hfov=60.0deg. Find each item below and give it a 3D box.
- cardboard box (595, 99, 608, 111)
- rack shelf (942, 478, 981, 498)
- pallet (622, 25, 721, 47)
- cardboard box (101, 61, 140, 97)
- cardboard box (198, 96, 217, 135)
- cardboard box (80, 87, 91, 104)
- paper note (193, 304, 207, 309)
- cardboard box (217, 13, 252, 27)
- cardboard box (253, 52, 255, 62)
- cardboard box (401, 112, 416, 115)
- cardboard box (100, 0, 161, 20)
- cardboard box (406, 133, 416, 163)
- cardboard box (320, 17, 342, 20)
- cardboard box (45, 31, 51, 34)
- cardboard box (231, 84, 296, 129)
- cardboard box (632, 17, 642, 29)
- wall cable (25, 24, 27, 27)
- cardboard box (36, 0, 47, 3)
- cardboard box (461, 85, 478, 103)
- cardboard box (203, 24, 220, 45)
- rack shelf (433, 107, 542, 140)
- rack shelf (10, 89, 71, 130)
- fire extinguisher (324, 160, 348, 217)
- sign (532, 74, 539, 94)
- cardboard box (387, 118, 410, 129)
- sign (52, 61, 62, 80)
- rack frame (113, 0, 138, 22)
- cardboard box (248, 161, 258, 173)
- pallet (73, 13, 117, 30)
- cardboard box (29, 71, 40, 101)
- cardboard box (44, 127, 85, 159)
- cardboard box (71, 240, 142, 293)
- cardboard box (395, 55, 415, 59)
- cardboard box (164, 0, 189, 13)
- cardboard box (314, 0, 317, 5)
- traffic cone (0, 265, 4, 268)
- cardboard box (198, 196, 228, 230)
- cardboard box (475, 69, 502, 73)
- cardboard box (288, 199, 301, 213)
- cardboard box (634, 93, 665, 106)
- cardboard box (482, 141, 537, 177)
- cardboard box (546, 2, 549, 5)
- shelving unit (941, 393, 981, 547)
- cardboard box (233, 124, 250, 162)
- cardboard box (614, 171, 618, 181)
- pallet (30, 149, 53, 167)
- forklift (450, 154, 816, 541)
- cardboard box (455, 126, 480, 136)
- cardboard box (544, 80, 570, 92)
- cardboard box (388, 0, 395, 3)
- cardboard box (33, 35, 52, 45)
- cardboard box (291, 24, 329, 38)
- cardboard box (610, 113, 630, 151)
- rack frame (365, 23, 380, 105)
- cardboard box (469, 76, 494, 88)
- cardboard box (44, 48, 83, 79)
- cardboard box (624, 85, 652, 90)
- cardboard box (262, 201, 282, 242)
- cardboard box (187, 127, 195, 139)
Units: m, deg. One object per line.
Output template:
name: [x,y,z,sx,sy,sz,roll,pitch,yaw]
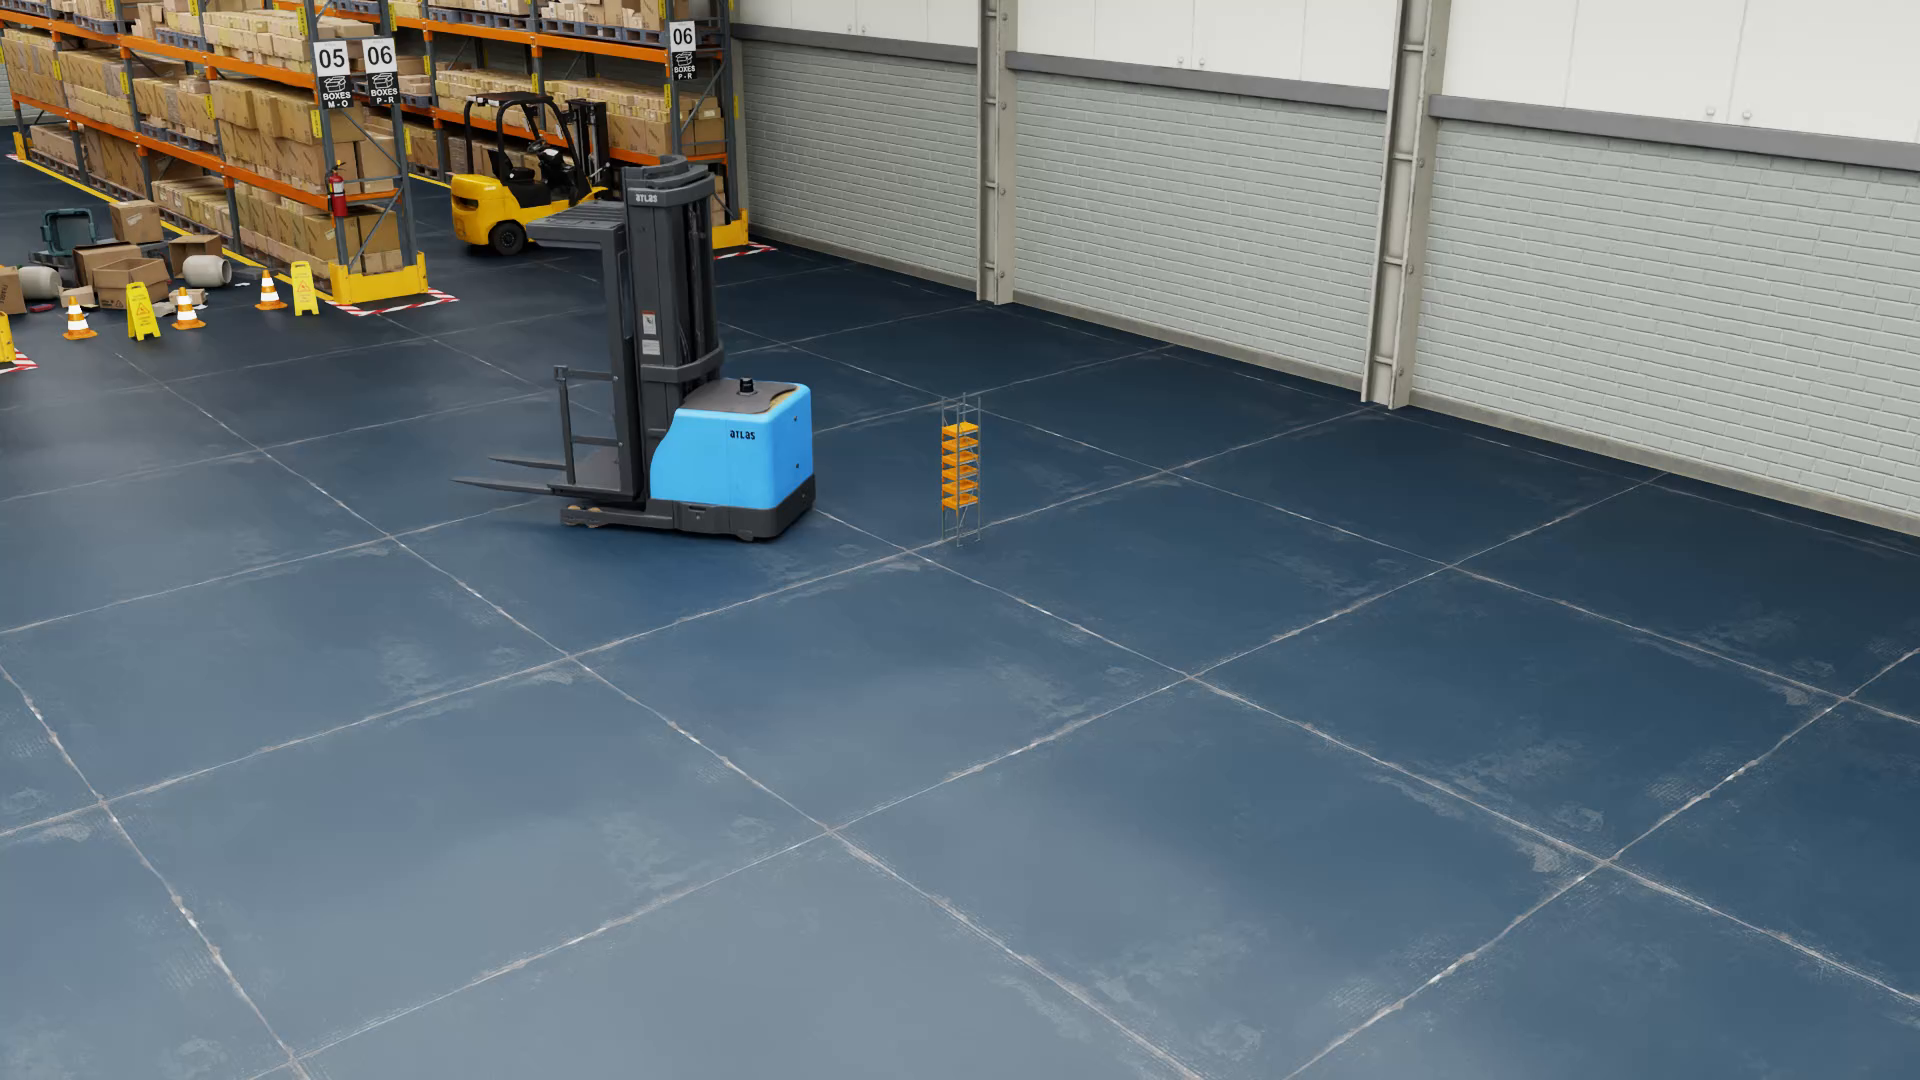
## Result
cardboard box: [-5.297,-6.590,25.171,0.380,0.149,0.250,-18,28,-38]
rack shelf: [0.009,-0.402,13.315,0.258,0.103,0.180,-17,27,-37]
pallet: [-4.131,-7.276,23.957,1.003,0.211,1.213,-17,27,-37]
cardboard box: [-13.546,-7.479,26.959,0.500,0.500,0.500,-17,27,-37]
cardboard box: [-10.533,-6.095,23.813,0.500,0.500,0.500,-18,28,-38]
cardboard box: [-14.536,-7.543,28.150,0.500,0.250,0.500,-17,27,-37]
paper note: [-9.572,-2.942,20.952,0.142,0.019,0.148,12,24,27]
cardboard box: [-9.742,-6.988,22.351,0.380,0.149,0.250,-19,28,-39]
cardboard box: [-9.033,-6.350,21.815,0.380,0.149,0.250,-17,27,-37]
cardboard box: [-10.723,-8.199,32.266,0.380,0.149,0.250,-17,27,-37]
cardboard box: [-13.029,-8.456,26.129,0.797,0.503,0.637,-20,29,-41]
cardboard box: [-10.012,-7.312,30.891,0.500,0.500,0.500,-16,27,-35]
cardboard box: [-8.268,-6.708,21.637,0.380,0.149,0.250,-17,27,-36]
cardboard box: [-16.839,-9.436,31.064,0.380,0.149,0.250,-18,28,-38]
cardboard box: [-9.311,-5.828,22.334,0.700,0.500,0.500,-18,28,-39]
cardboard box: [-4.460,-7.398,23.777,0.380,0.149,0.250,-18,28,-39]
wall cable: [-20.523,-11.323,36.889,0.588,1.984,0.122,-17,27,-37]
cardboard box: [-15.939,-9.529,29.057,0.396,0.266,0.258,-16,27,-36]
cardboard box: [-8.153,-7.624,28.357,0.500,0.250,0.500,-18,28,-39]
cardboard box: [-9.978,-6.920,22.725,0.500,0.250,0.500,-18,28,-39]
rack shelf: [-7.606,-7.042,28.337,1.077,0.370,4.000,-17,27,-37]
rack shelf: [-16.585,-8.070,30.961,1.077,0.370,4.000,-17,27,-37]
fire extinguisher: [-7.721,-4.359,20.607,0.296,0.674,0.183,-17,27,-37]
sign: [-6.705,-7.195,26.262,0.100,0.325,0.005,-17,27,-37]
cardboard box: [-10.590,-7.860,31.402,0.380,0.149,0.250,-16,27,-36]
sign: [-15.699,-8.160,28.908,0.100,0.325,0.005,-17,27,-37]
rack frame: [-12.669,-9.540,25.503,1.000,3.000,0.127,-17,27,-37]
cardboard box: [-9.560,-5.161,22.893,0.380,0.149,0.250,-16,27,-36]
pallet: [-13.862,-8.529,27.294,1.003,0.211,1.213,-16,26,-35]
cardboard box: [-16.786,-8.391,30.656,0.500,0.500,0.500,-16,27,-36]
cardboard box: [-16.781,-7.550,31.586,0.875,0.438,0.875,-17,27,-36]
cardboard box: [-11.128,-3.577,21.739,0.797,0.637,0.503,-17,27,-37]
cardboard box: [-10.525,-8.730,30.947,0.700,0.500,0.500,-18,27,-38]
cardboard box: [-11.216,-7.804,24.126,0.500,0.250,0.500,-17,27,-37]
cardboard box: [-12.464,-10.557,32.556,0.380,0.149,0.250,-18,27,-38]
traffic cone: [-13.473,-3.984,23.022,0.336,0.463,0.334,-17,27,-37]
cardboard box: [-10.874,-4.956,25.052,0.950,0.372,0.625,-15,26,-34]
cardboard box: [-8.290,-8.191,29.257,0.380,0.149,0.250,-17,27,-36]
cardboard box: [-8.620,-4.418,21.928,0.380,0.149,0.250,-17,27,-37]
cardboard box: [-4.565,-6.468,24.451,0.380,0.149,0.250,-17,27,-37]
cardboard box: [-7.642,-6.479,28.594,0.875,0.625,0.625,-19,28,-40]
cardboard box: [-6.705,-8.628,26.917,0.380,0.149,0.250,-17,27,-37]
shelving unit: [0.009,-0.555,13.255,0.258,1.200,0.189,-17,27,-37]
cardboard box: [-9.637,-5.506,22.883,0.500,0.500,0.500,-18,27,-38]
cardboard box: [-4.901,-5.430,25.058,0.500,0.250,0.500,-17,27,-37]
pallet: [-17.310,-7.457,32.232,1.003,0.211,1.213,-17,27,-37]
forklift: [-2.806,-1.640,13.652,3.031,2.935,1.130,6,22,15]
cardboard box: [-9.015,-7.482,30.435,0.380,0.149,0.250,-16,26,-35]
cardboard box: [-6.317,-7.153,26.199,0.380,0.149,0.250,-17,27,-36]
cardboard box: [-10.085,-9.617,30.018,0.500,0.250,0.500,-17,27,-37]
cardboard box: [-16.509,-9.044,30.064,0.380,0.149,0.250,-18,28,-39]
cardboard box: [-8.031,-6.291,20.572,0.380,0.149,0.250,-17,27,-37]
cardboard box: [-4.876,-6.126,24.876,0.500,0.500,0.500,-18,28,-38]
rack frame: [-11.522,-9.035,32.438,1.000,3.000,0.127,-17,27,-37]
cardboard box: [-8.076,-7.766,28.172,0.380,0.149,0.250,-17,27,-36]
cardboard box: [-15.797,-8.429,29.383,0.500,0.500,0.500,-18,28,-38]
cardboard box: [-4.910,-6.856,25.442,0.380,0.149,0.250,-16,27,-36]
cardboard box: [-9.182,-4.390,22.746,0.500,0.500,0.500,-16,26,-35]
cardboard box: [-11.126,-6.006,24.474,0.380,0.149,0.250,-17,27,-37]
